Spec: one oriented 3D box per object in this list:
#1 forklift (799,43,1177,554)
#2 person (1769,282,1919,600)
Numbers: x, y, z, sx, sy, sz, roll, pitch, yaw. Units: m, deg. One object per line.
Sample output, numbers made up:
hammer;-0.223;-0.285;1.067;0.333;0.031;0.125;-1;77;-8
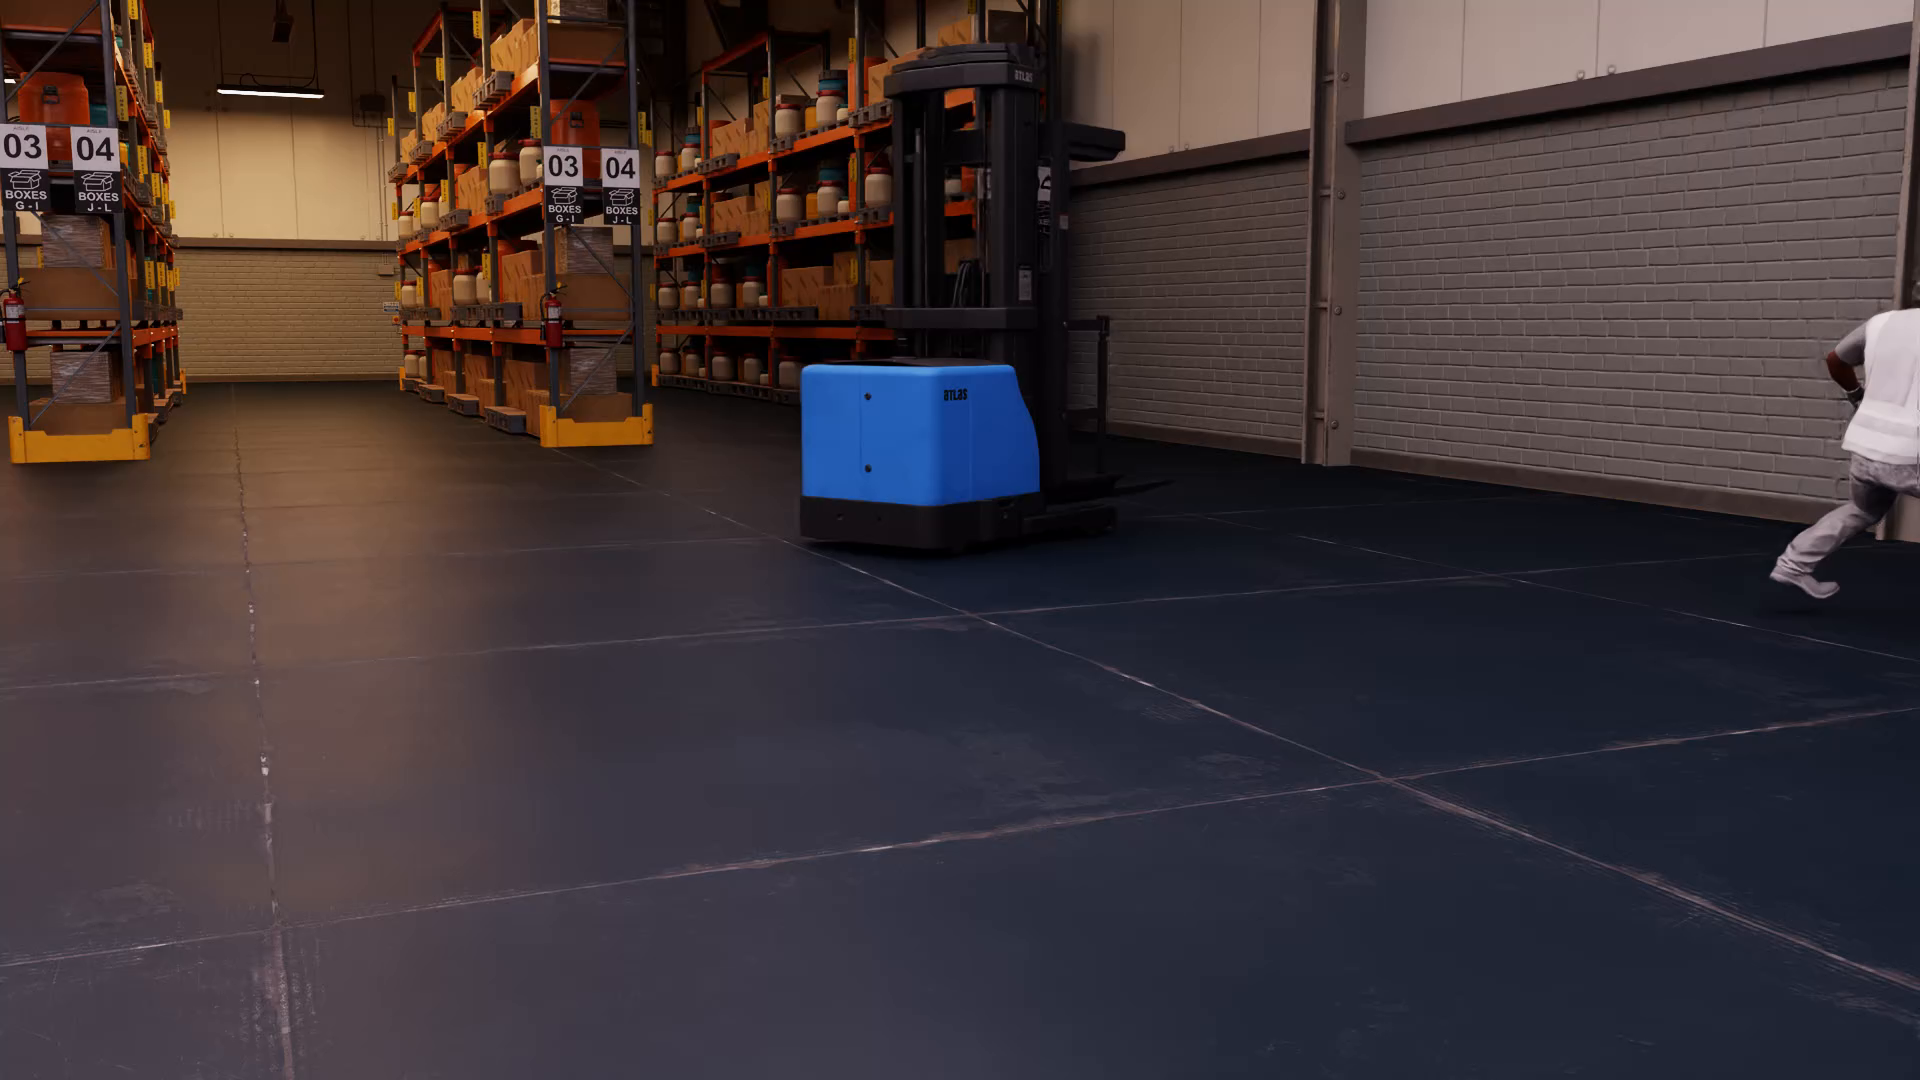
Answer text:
forklift;0.342;-1.524;10.498;1.130;2.935;3.031;6;9;37
person;4.090;-0.368;7.041;0.555;1.683;1.233;-2;8;-12
